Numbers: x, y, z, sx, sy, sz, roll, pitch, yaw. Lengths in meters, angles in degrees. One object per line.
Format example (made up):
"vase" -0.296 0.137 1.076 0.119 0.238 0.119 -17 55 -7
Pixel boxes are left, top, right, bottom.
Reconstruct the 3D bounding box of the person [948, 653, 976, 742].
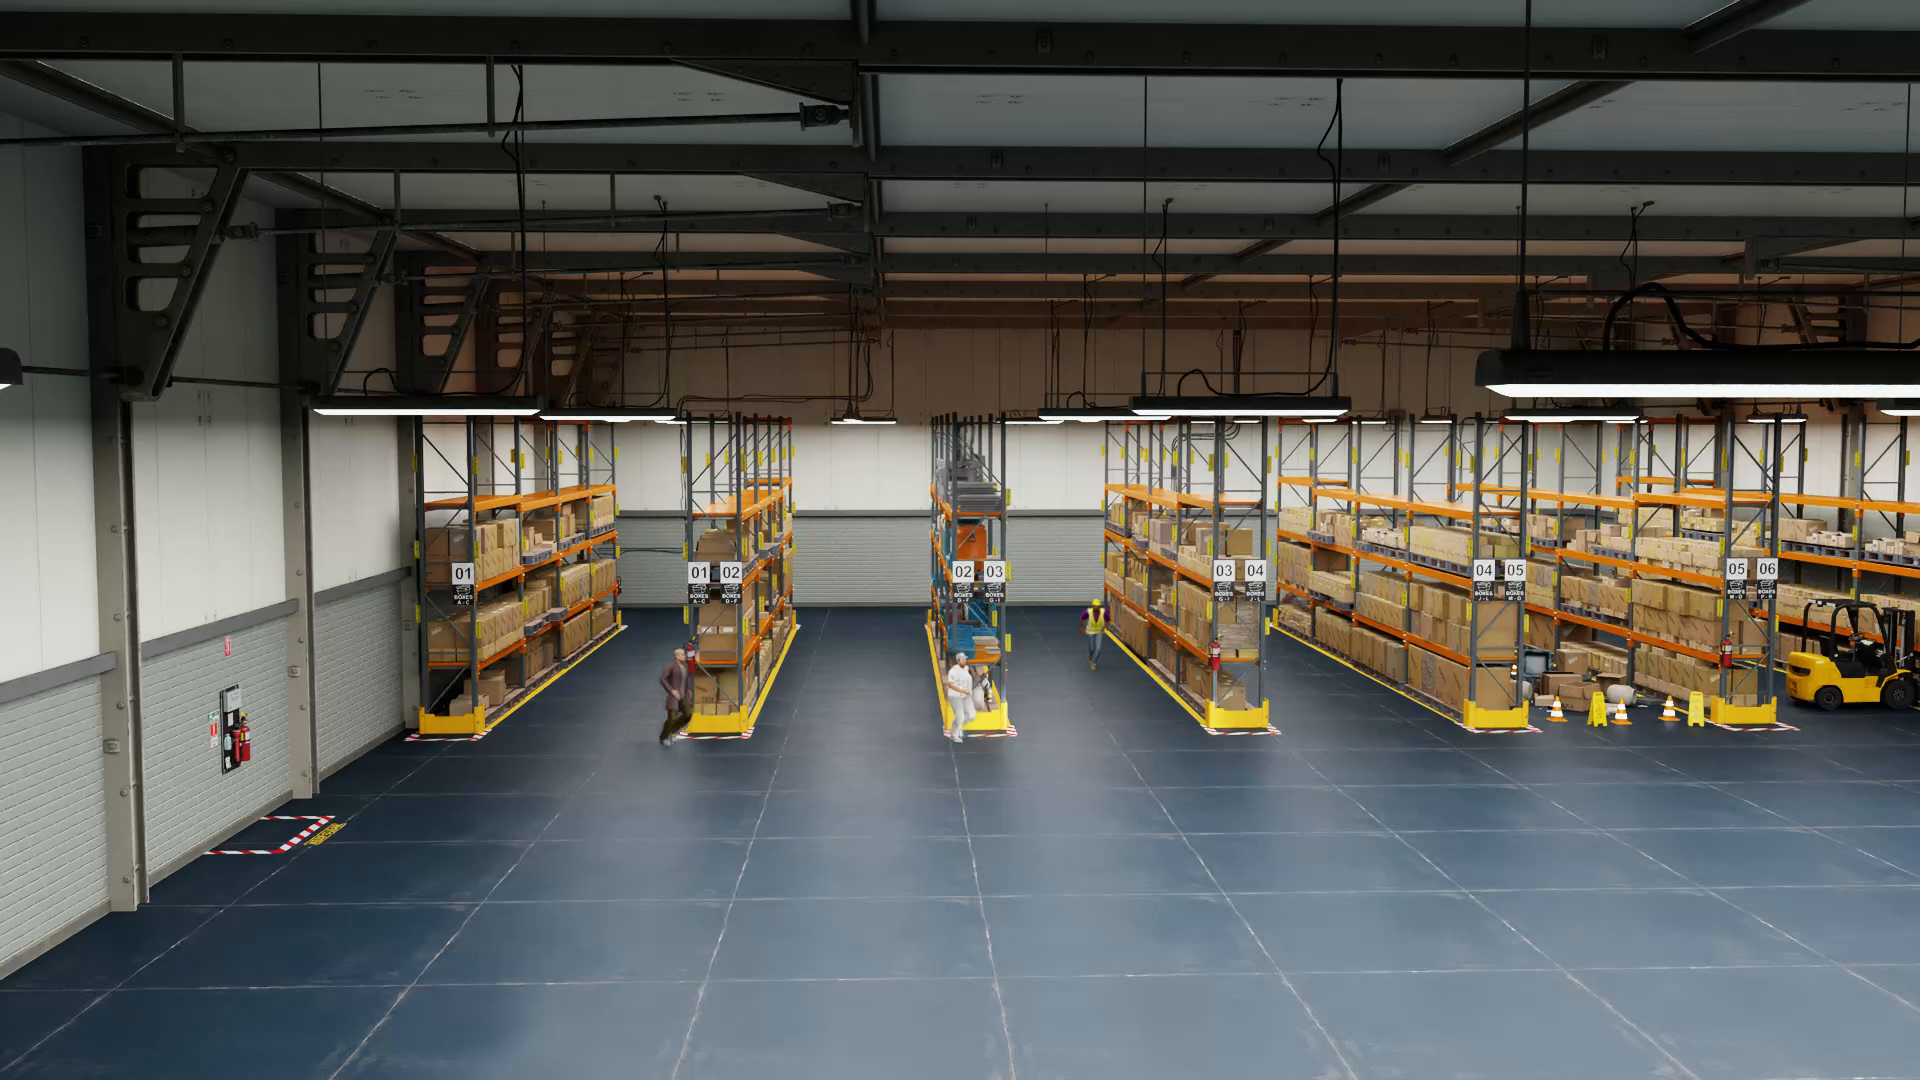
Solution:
"person" 0.055 2.858 30.225 0.539 1.631 0.631 4 5 43

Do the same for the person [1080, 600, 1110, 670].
"person" 3.189 2.225 39.288 0.693 1.689 0.776 0 4 -6

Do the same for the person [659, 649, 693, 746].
"person" -5.068 2.825 29.987 0.576 1.717 0.773 3 5 40

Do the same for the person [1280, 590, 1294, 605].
"person" 9.677 1.579 49.106 0.520 1.614 0.635 2 4 27
